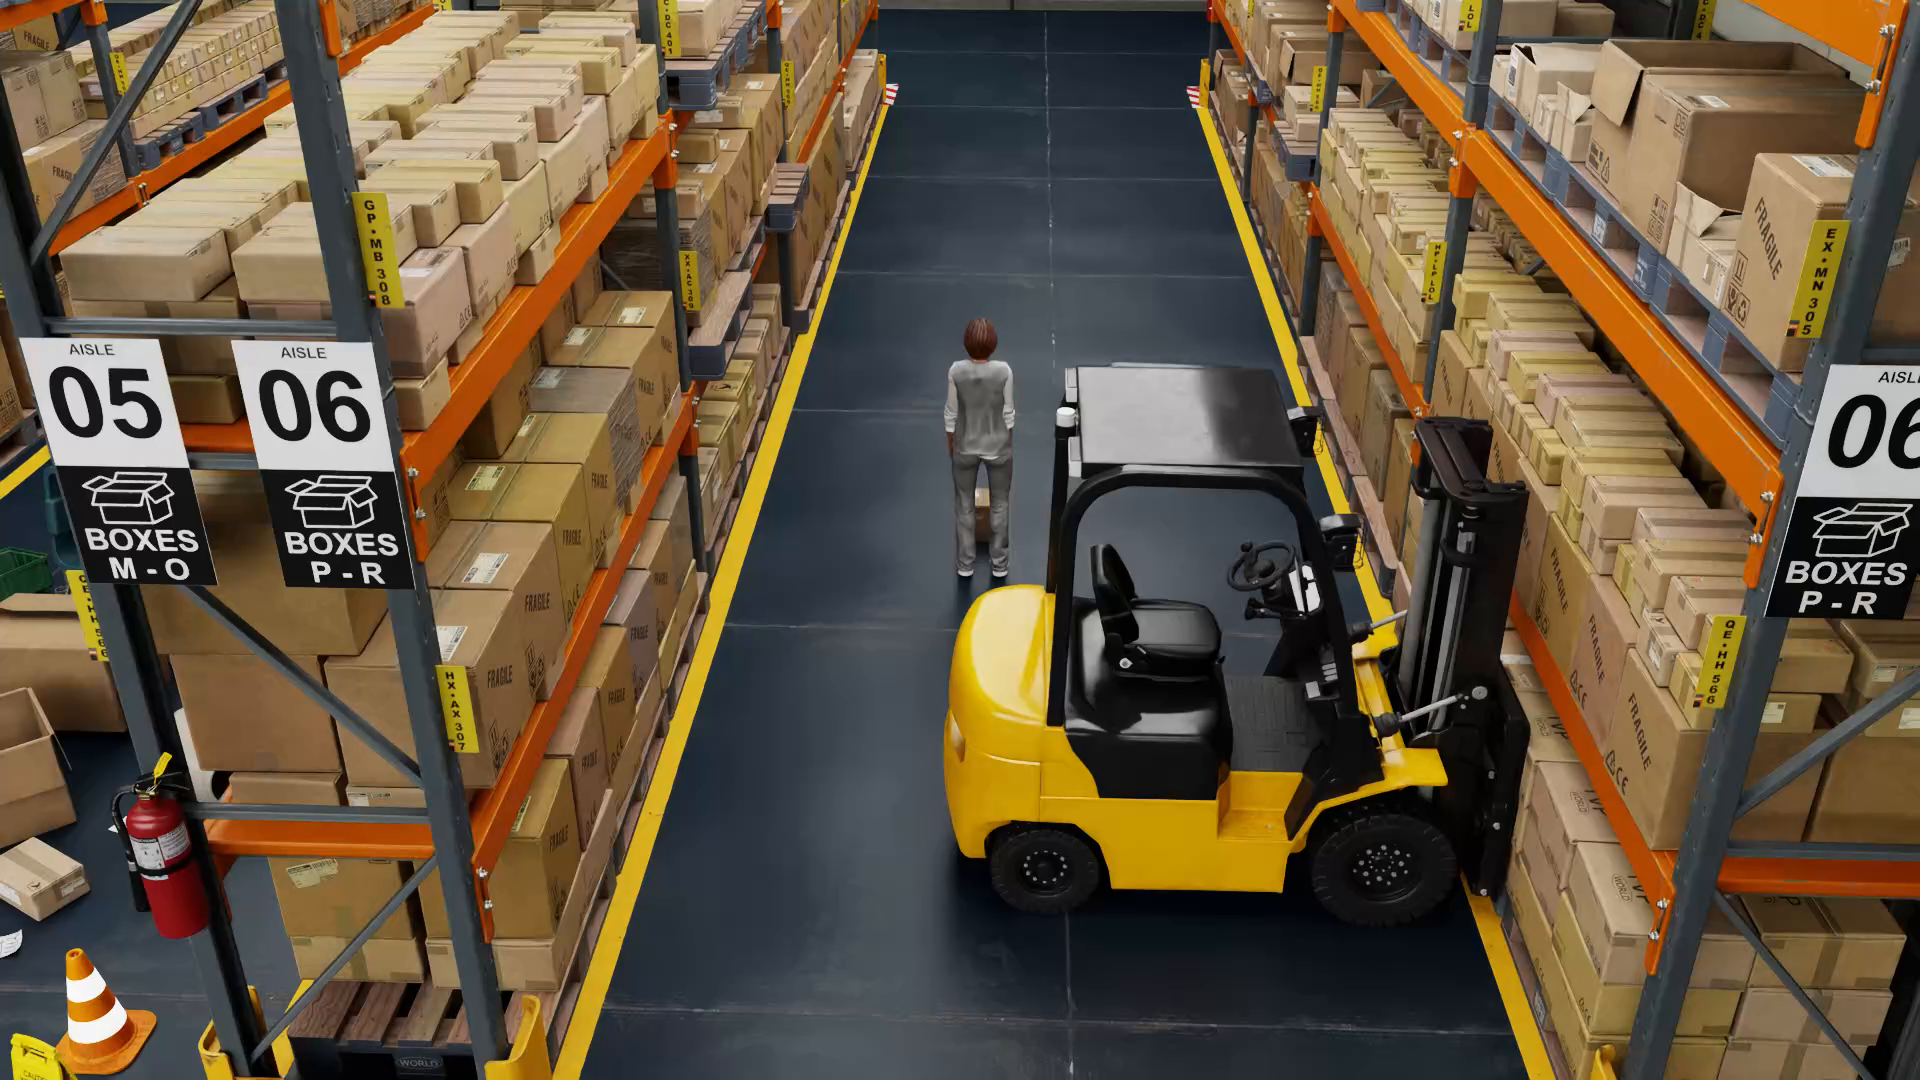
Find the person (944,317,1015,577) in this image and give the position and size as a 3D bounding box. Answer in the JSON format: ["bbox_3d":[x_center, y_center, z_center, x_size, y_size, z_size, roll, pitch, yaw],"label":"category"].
[{"bbox_3d":[0.109,-0.523,9.611,0.407,1.594,0.300,2,28,3],"label":"person"}]
